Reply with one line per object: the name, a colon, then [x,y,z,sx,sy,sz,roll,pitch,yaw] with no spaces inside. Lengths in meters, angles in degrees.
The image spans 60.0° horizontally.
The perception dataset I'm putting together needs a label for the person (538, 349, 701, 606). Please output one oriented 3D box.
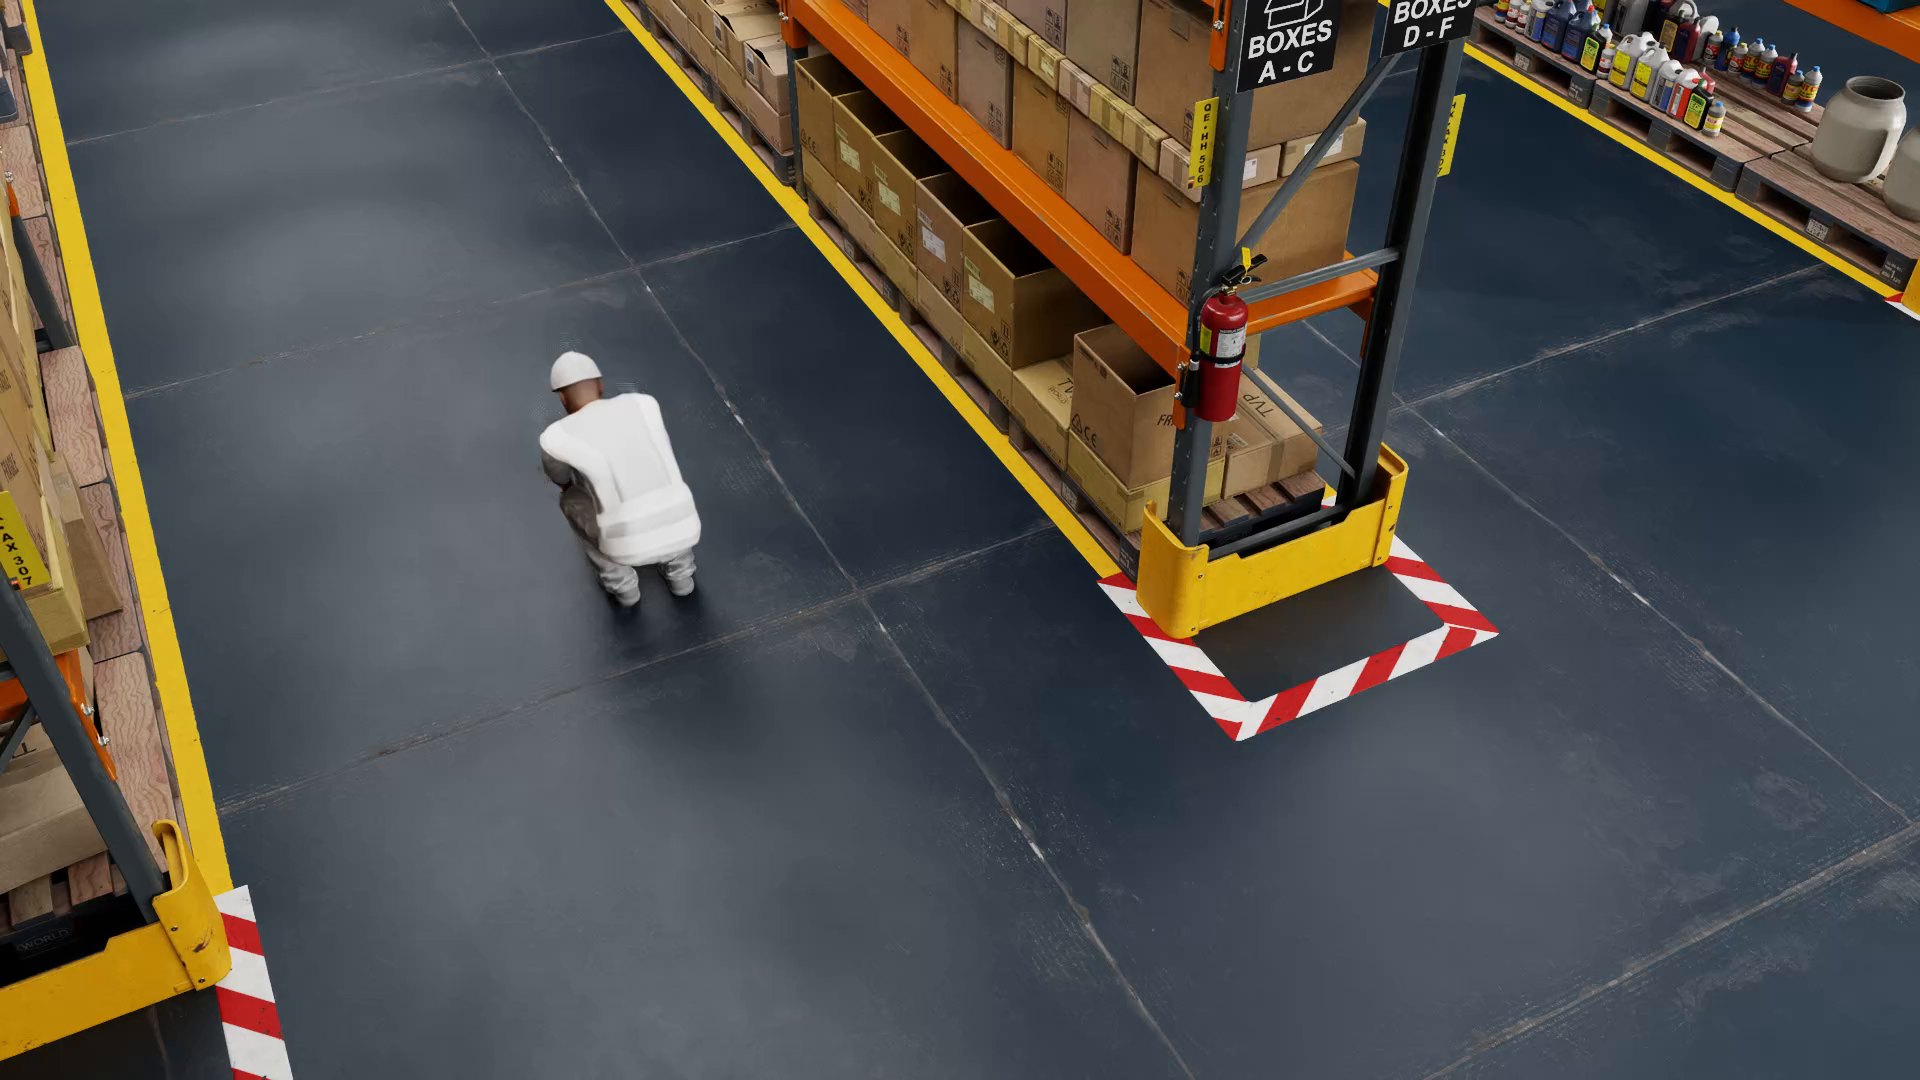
person: [-1.457,-0.255,7.041,0.566,1.003,0.910,-19,45,-21]
